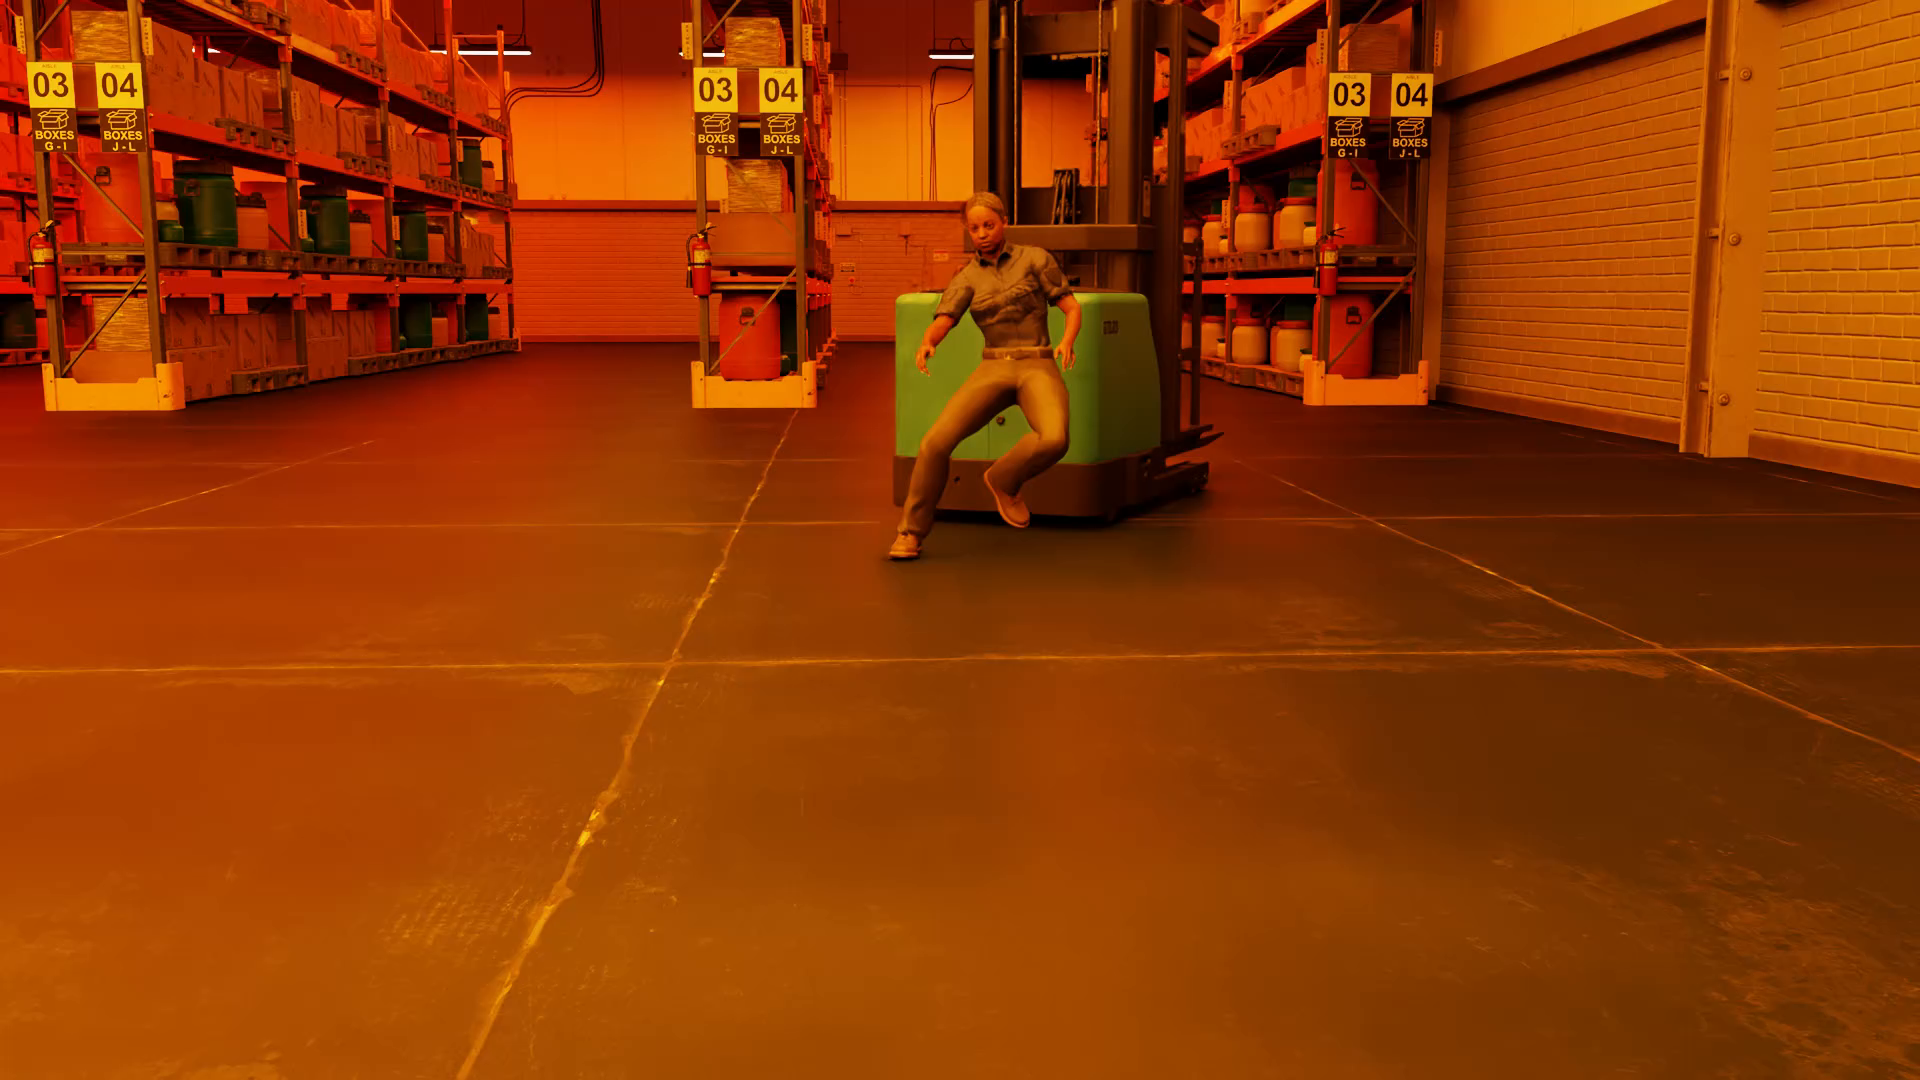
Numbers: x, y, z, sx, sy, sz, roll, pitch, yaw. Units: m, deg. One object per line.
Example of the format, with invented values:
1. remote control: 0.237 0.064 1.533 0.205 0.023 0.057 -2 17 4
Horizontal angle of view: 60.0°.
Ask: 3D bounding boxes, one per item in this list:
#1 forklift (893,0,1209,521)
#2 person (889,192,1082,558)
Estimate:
1. forklift: 0.724 -1.713 8.868 1.130 2.935 3.031 4 9 23
2. person: 0.108 -0.666 6.750 0.742 1.469 0.704 2 9 12
